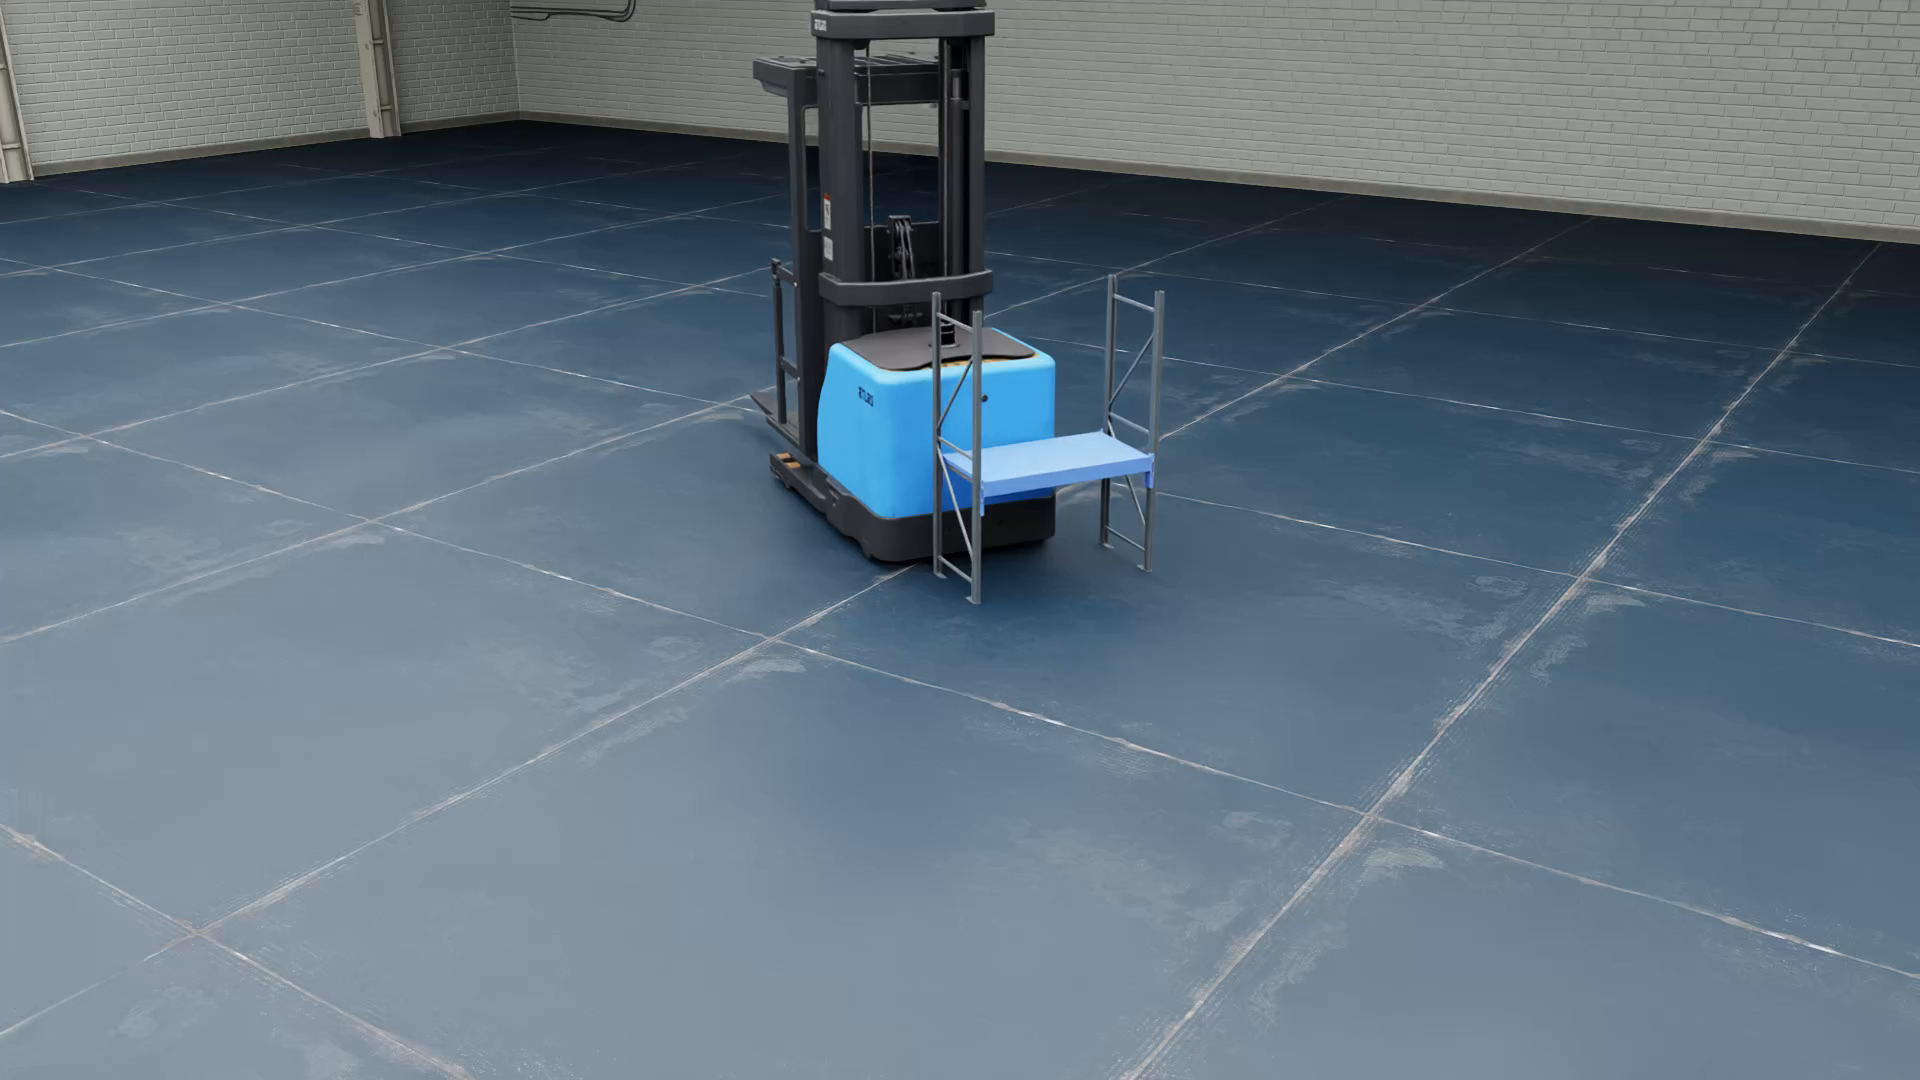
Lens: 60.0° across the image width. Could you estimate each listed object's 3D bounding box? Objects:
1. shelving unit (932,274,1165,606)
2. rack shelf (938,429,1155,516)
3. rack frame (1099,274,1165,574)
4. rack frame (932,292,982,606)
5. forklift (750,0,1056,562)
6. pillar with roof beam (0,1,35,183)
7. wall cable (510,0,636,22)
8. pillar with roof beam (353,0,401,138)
[{"bbox_3d":[0.439,-0.529,8.531,1.048,1.500,0.538,-10,22,-24],"label":"shelving unit"},{"bbox_3d":[0.439,-0.360,8.594,1.000,0.185,0.538,-10,22,-24],"label":"rack shelf"},{"bbox_3d":[0.896,-0.606,8.741,0.032,1.500,0.500,-10,22,-24],"label":"rack frame"},{"bbox_3d":[-0.018,-0.451,8.322,0.032,1.500,0.500,-10,22,-24],"label":"rack frame"},{"bbox_3d":[-0.525,-1.736,9.732,1.130,2.935,3.031,-8,22,-22],"label":"forklift"},{"bbox_3d":[-9.124,-8.200,18.463,9.100,9.000,0.400,13,24,32],"label":"pillar with roof beam"},{"bbox_3d":[-6.562,-9.892,27.513,3.097,2.526,0.112,13,24,32],"label":"wall cable"},{"bbox_3d":[-5.751,-9.922,23.117,9.100,9.000,0.400,13,24,32],"label":"pillar with roof beam"}]
